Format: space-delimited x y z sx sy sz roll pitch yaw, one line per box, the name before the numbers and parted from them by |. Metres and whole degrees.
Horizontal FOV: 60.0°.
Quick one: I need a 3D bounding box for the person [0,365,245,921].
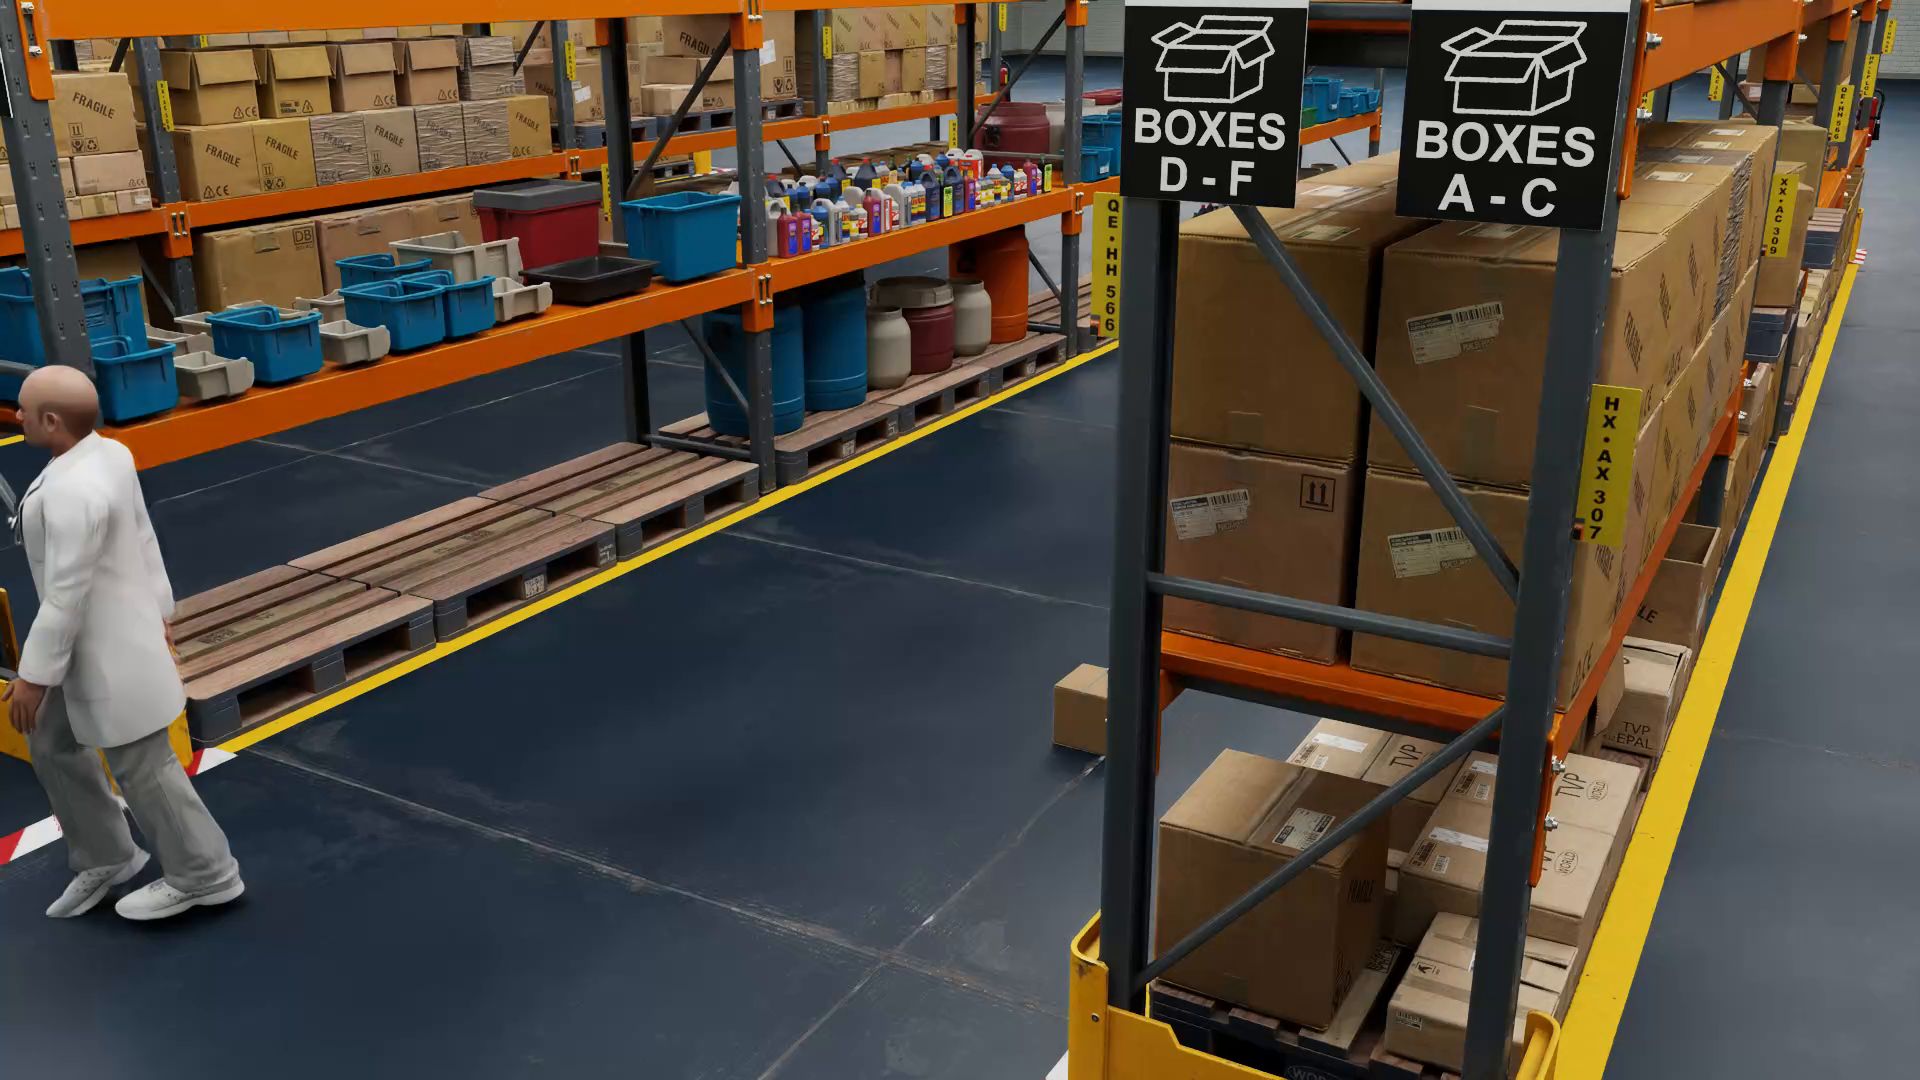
person | -2.616 0.369 5.050 0.608 1.830 0.588 -7 20 -19
